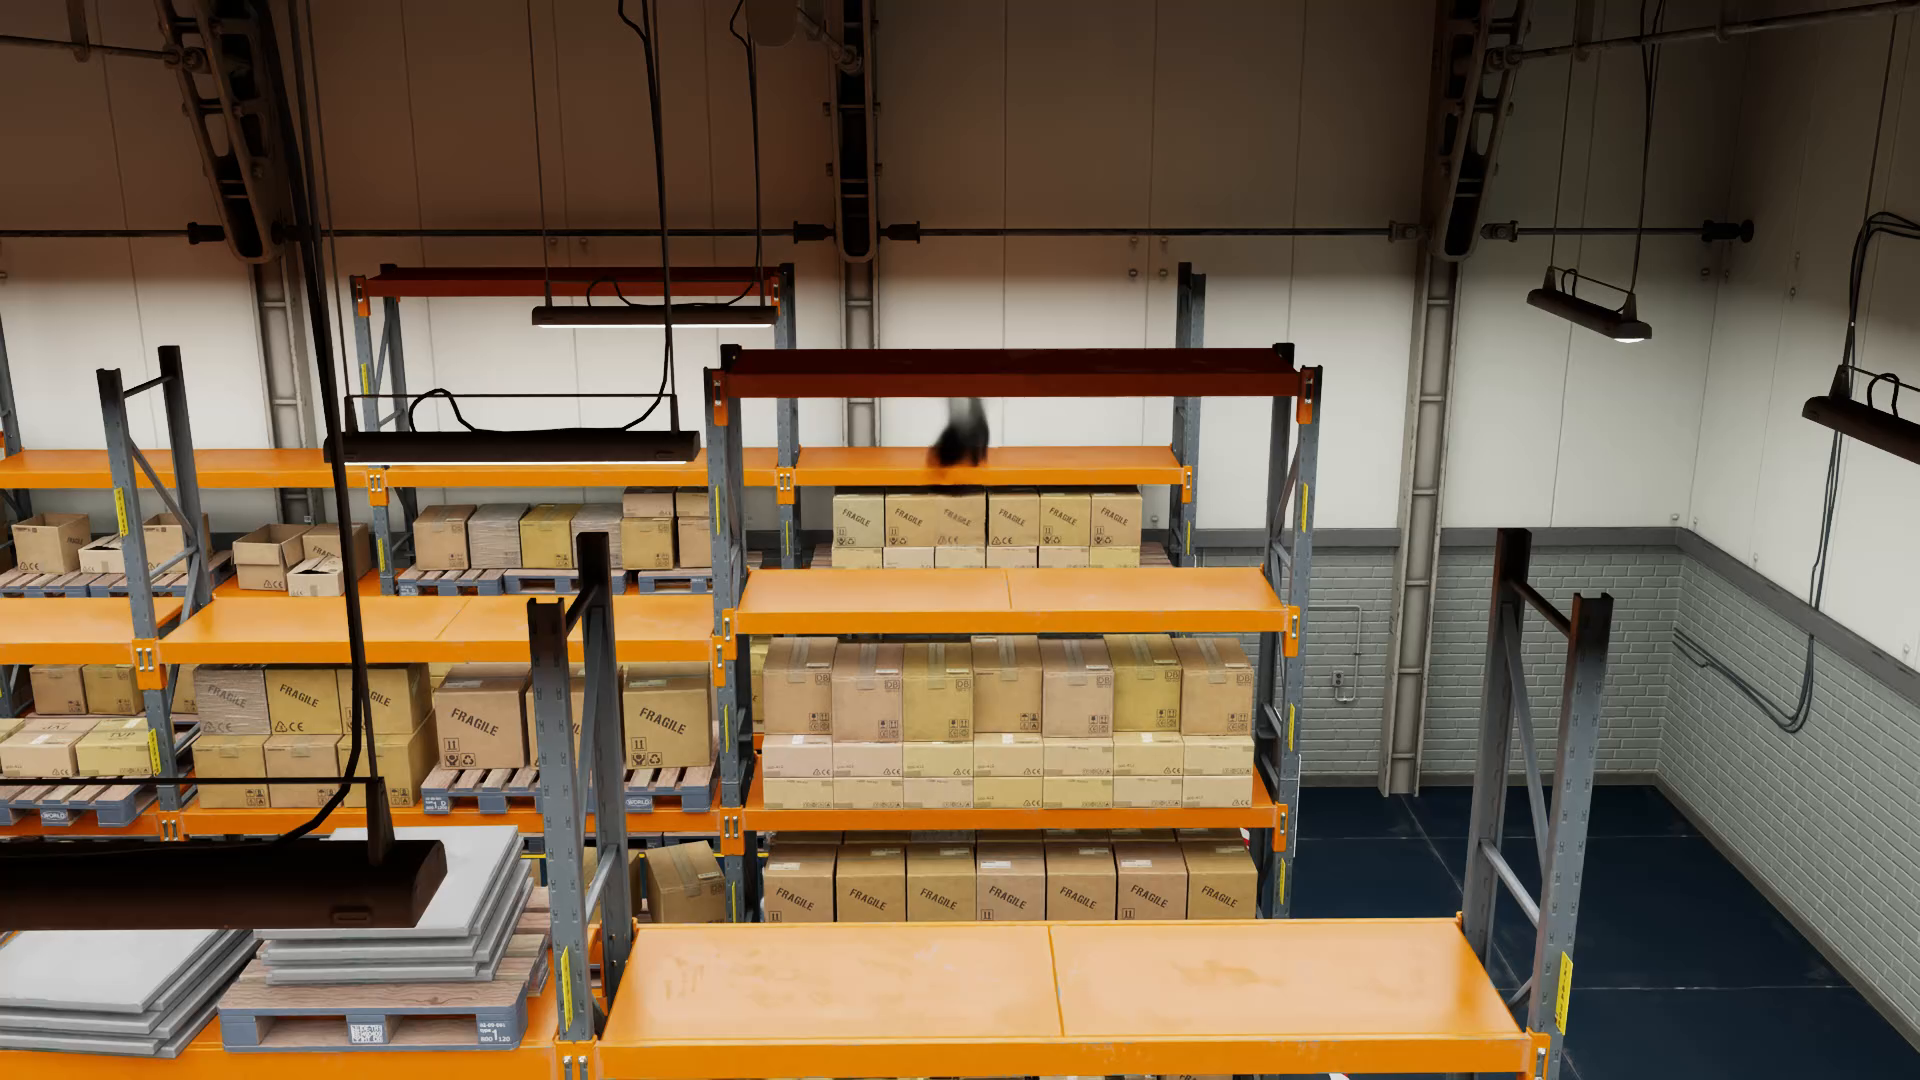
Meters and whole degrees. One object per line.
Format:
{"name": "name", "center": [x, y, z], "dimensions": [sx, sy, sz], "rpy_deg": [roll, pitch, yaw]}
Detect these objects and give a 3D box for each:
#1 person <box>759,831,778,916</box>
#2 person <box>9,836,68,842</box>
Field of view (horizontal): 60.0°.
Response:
{"name": "person", "center": [-1.468, 3.202, 14.616], "dimensions": [0.642, 1.653, 0.640], "rpy_deg": [4, 17, 13]}
{"name": "person", "center": [-7.970, 3.249, 14.799], "dimensions": [0.919, 1.435, 0.600], "rpy_deg": [3, 16, 12]}
